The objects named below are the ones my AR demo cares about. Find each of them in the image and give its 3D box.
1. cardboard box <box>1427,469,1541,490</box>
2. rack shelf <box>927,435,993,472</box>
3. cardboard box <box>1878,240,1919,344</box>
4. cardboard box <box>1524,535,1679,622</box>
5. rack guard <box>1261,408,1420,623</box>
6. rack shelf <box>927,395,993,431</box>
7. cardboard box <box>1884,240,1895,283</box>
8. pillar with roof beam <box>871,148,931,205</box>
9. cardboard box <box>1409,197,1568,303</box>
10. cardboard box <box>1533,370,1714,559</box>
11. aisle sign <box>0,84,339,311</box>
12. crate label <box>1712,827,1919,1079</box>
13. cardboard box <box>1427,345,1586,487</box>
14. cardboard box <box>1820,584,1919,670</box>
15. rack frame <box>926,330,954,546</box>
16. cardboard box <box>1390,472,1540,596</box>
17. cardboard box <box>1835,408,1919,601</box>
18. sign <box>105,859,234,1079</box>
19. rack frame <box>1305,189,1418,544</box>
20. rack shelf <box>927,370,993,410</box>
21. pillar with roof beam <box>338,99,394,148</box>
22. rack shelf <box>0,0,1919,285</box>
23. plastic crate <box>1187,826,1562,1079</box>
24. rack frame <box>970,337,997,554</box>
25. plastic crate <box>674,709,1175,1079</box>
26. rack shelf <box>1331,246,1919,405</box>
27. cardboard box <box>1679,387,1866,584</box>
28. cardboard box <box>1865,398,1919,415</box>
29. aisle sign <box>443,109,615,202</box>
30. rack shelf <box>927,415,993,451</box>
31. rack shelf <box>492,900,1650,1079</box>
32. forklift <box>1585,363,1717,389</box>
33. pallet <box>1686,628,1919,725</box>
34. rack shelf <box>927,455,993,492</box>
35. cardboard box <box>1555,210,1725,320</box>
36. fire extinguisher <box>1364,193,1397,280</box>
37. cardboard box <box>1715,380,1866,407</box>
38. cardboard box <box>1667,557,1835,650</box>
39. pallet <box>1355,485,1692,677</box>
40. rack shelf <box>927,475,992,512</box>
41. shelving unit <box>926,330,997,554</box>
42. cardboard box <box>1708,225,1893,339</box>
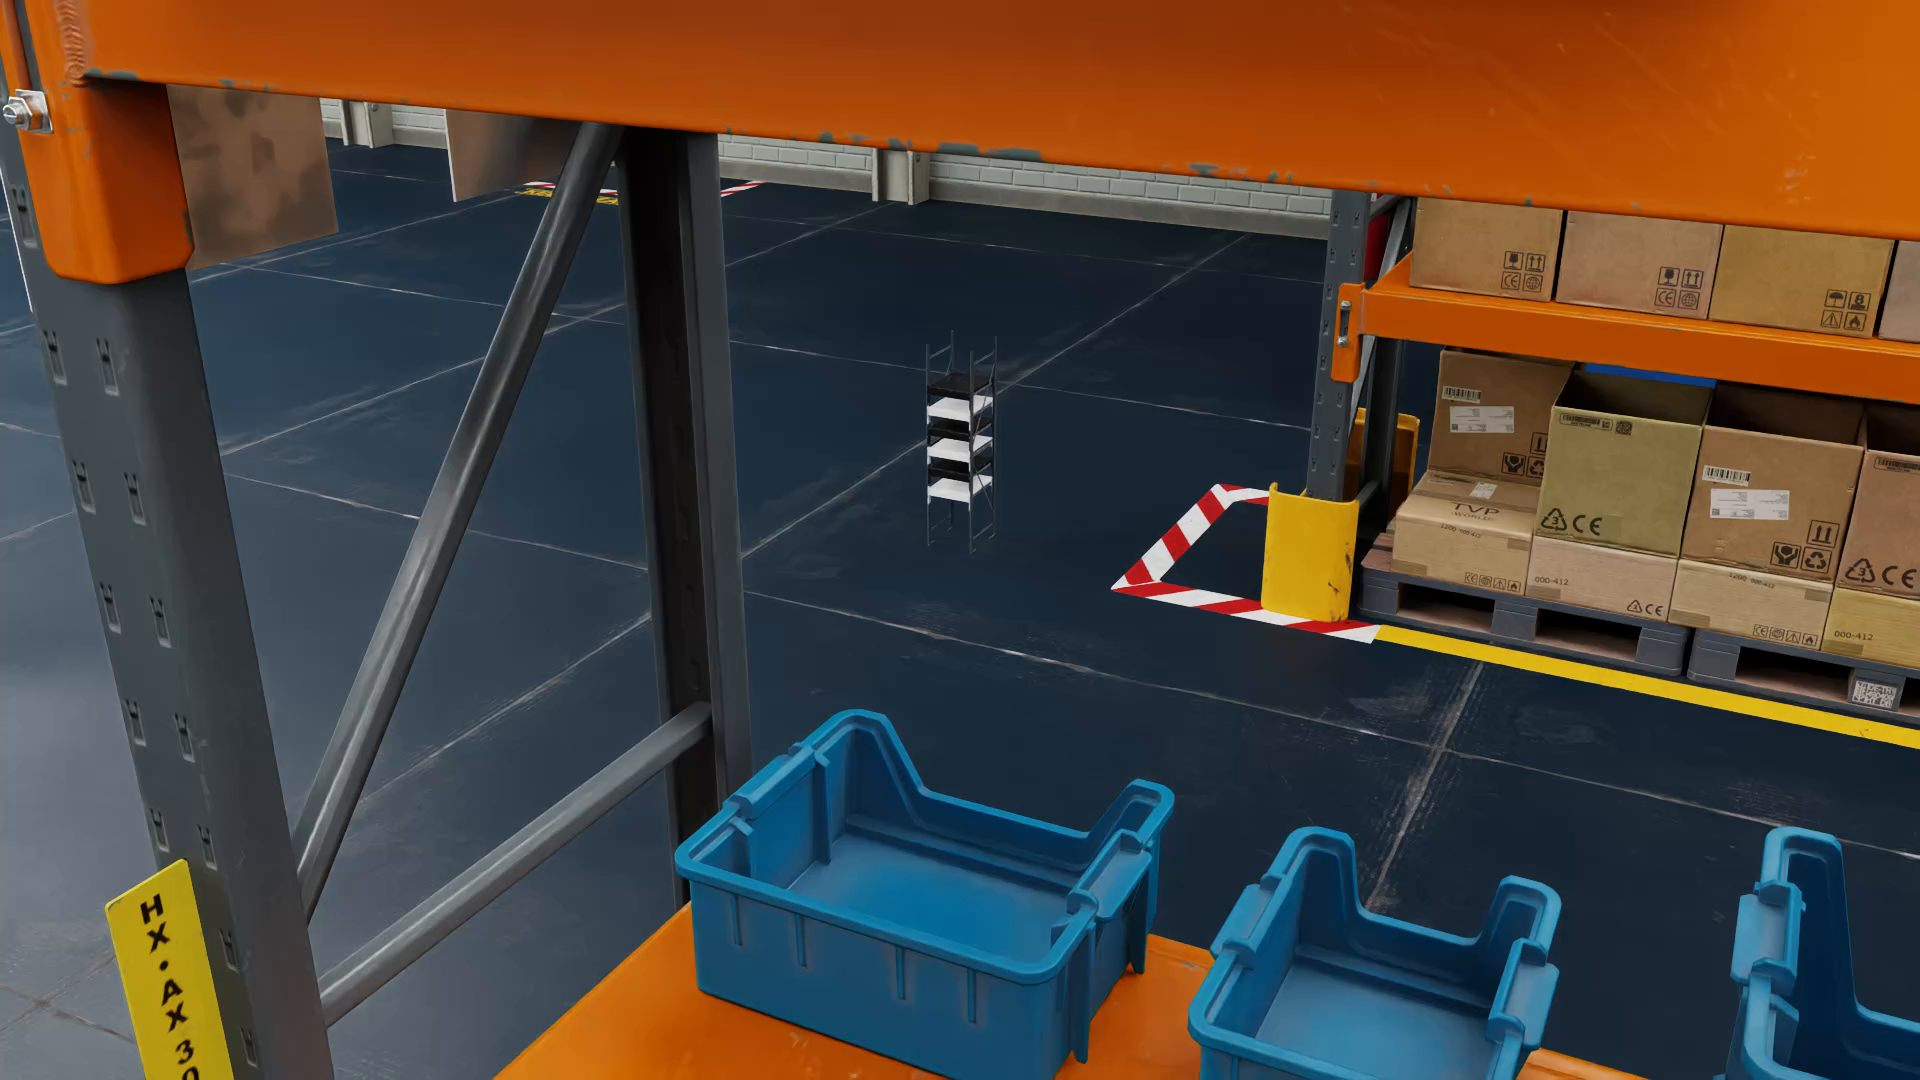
[{"bbox_3d":[2.228,-0.214,6.896,0.500,0.250,0.500,11,25,25],"label":"cardboard box"},{"bbox_3d":[0.007,-0.382,7.084,0.200,0.077,0.258,11,25,25],"label":"rack shelf"},{"bbox_3d":[3.410,-0.964,5.556,0.500,0.500,0.700,12,26,26],"label":"cardboard box"},{"bbox_3d":[2.442,0.054,6.266,0.500,0.250,0.500,11,25,25],"label":"cardboard box"},{"bbox_3d":[1.595,-0.131,6.919,0.348,0.500,1.175,11,25,25],"label":"rack guard"},{"bbox_3d":[0.007,-0.548,7.013,0.200,0.077,0.258,11,25,25],"label":"rack shelf"},{"bbox_3d":[5.566,-1.659,9.949,0.500,0.500,0.700,10,25,21],"label":"cardboard box"},{"bbox_3d":[-2.434,-5.503,8.691,0.400,9.000,9.100,11,25,25],"label":"pillar with roof beam"},{"bbox_3d":[2.027,-1.236,6.196,0.500,0.500,0.700,11,25,25],"label":"cardboard box"},{"bbox_3d":[2.441,-0.290,6.118,0.500,0.500,0.500,11,25,25],"label":"cardboard box"},{"bbox_3d":[-0.818,-0.654,1.634,0.004,0.787,0.394,11,25,25],"label":"aisle sign"},{"bbox_3d":[1.142,0.666,1.805,0.616,0.435,0.502,11,25,25],"label":"crate label"},{"bbox_3d":[2.229,-0.559,6.751,0.500,0.500,0.500,11,25,25],"label":"cardboard box"},{"bbox_3d":[3.332,0.233,5.847,0.500,0.250,0.500,11,25,25],"label":"cardboard box"},{"bbox_3d":[-0.083,-0.431,7.113,0.006,0.900,0.240,11,25,25],"label":"rack frame"},{"bbox_3d":[1.994,-0.033,6.471,0.500,0.250,0.500,11,25,25],"label":"cardboard box"},{"bbox_3d":[3.332,-0.112,5.699,0.500,0.500,0.500,11,25,25],"label":"cardboard box"},{"bbox_3d":[-0.874,0.516,1.850,0.005,0.325,0.100,11,25,25],"label":"sign"},{"bbox_3d":[1.616,-1.277,6.420,0.127,3.000,1.000,11,25,25],"label":"rack frame"},{"bbox_3d":[0.007,-0.630,6.978,0.200,0.077,0.258,11,25,25],"label":"rack shelf"},{"bbox_3d":[-7.789,-6.562,11.183,0.400,9.000,9.100,11,25,25],"label":"pillar with roof beam"},{"bbox_3d":[1.163,-0.244,1.077,4.000,0.370,1.077,11,25,25],"label":"rack shelf"},{"bbox_3d":[0.537,0.621,2.146,0.408,0.251,0.499,11,25,25],"label":"plastic crate"},{"bbox_3d":[0.098,-0.395,7.028,0.006,0.900,0.240,11,25,25],"label":"rack frame"},{"bbox_3d":[-0.040,0.505,2.421,0.616,0.251,0.499,11,25,25],"label":"plastic crate"},{"bbox_3d":[3.401,-0.593,5.731,4.000,0.370,1.077,11,25,25],"label":"rack shelf"},{"bbox_3d":[2.893,-0.206,5.921,0.500,0.500,0.500,11,25,25],"label":"cardboard box"},{"bbox_3d":[3.574,-0.299,6.139,0.500,0.500,0.500,11,25,25],"label":"cardboard box"},{"bbox_3d":[-0.552,-0.861,2.119,0.004,0.787,0.394,11,25,25],"label":"aisle sign"},{"bbox_3d":[0.007,-0.465,7.048,0.200,0.077,0.258,11,25,25],"label":"rack shelf"},{"bbox_3d":[1.163,1.136,1.664,4.000,0.370,1.077,11,25,25],"label":"rack shelf"},{"bbox_3d":[4.209,-1.935,8.055,3.031,2.935,1.130,-2,23,-5],"label":"forklift"},{"bbox_3d":[3.402,0.342,6.175,1.213,0.211,1.003,11,25,25],"label":"pallet"},{"bbox_3d":[0.007,-0.299,7.119,0.200,0.077,0.258,11,25,25],"label":"rack shelf"},{"bbox_3d":[2.498,-1.145,5.982,0.500,0.500,0.700,12,26,26],"label":"cardboard box"},{"bbox_3d":[1.720,-1.425,6.866,0.183,0.674,0.296,11,25,25],"label":"fire extinguisher"},{"bbox_3d":[3.128,-0.388,6.348,0.500,0.500,0.500,11,25,25],"label":"cardboard box"},{"bbox_3d":[2.888,0.143,6.058,0.500,0.250,0.500,11,25,25],"label":"cardboard box"},{"bbox_3d":[2.318,0.126,6.683,1.213,0.211,1.003,11,25,25],"label":"pallet"},{"bbox_3d":[0.007,-0.216,7.154,0.200,0.077,0.258,11,25,25],"label":"rack shelf"},{"bbox_3d":[0.007,-0.413,7.071,0.210,0.900,0.258,11,25,25],"label":"shelving unit"},{"bbox_3d":[2.938,-1.055,5.771,0.500,0.500,0.700,11,26,25],"label":"cardboard box"}]
